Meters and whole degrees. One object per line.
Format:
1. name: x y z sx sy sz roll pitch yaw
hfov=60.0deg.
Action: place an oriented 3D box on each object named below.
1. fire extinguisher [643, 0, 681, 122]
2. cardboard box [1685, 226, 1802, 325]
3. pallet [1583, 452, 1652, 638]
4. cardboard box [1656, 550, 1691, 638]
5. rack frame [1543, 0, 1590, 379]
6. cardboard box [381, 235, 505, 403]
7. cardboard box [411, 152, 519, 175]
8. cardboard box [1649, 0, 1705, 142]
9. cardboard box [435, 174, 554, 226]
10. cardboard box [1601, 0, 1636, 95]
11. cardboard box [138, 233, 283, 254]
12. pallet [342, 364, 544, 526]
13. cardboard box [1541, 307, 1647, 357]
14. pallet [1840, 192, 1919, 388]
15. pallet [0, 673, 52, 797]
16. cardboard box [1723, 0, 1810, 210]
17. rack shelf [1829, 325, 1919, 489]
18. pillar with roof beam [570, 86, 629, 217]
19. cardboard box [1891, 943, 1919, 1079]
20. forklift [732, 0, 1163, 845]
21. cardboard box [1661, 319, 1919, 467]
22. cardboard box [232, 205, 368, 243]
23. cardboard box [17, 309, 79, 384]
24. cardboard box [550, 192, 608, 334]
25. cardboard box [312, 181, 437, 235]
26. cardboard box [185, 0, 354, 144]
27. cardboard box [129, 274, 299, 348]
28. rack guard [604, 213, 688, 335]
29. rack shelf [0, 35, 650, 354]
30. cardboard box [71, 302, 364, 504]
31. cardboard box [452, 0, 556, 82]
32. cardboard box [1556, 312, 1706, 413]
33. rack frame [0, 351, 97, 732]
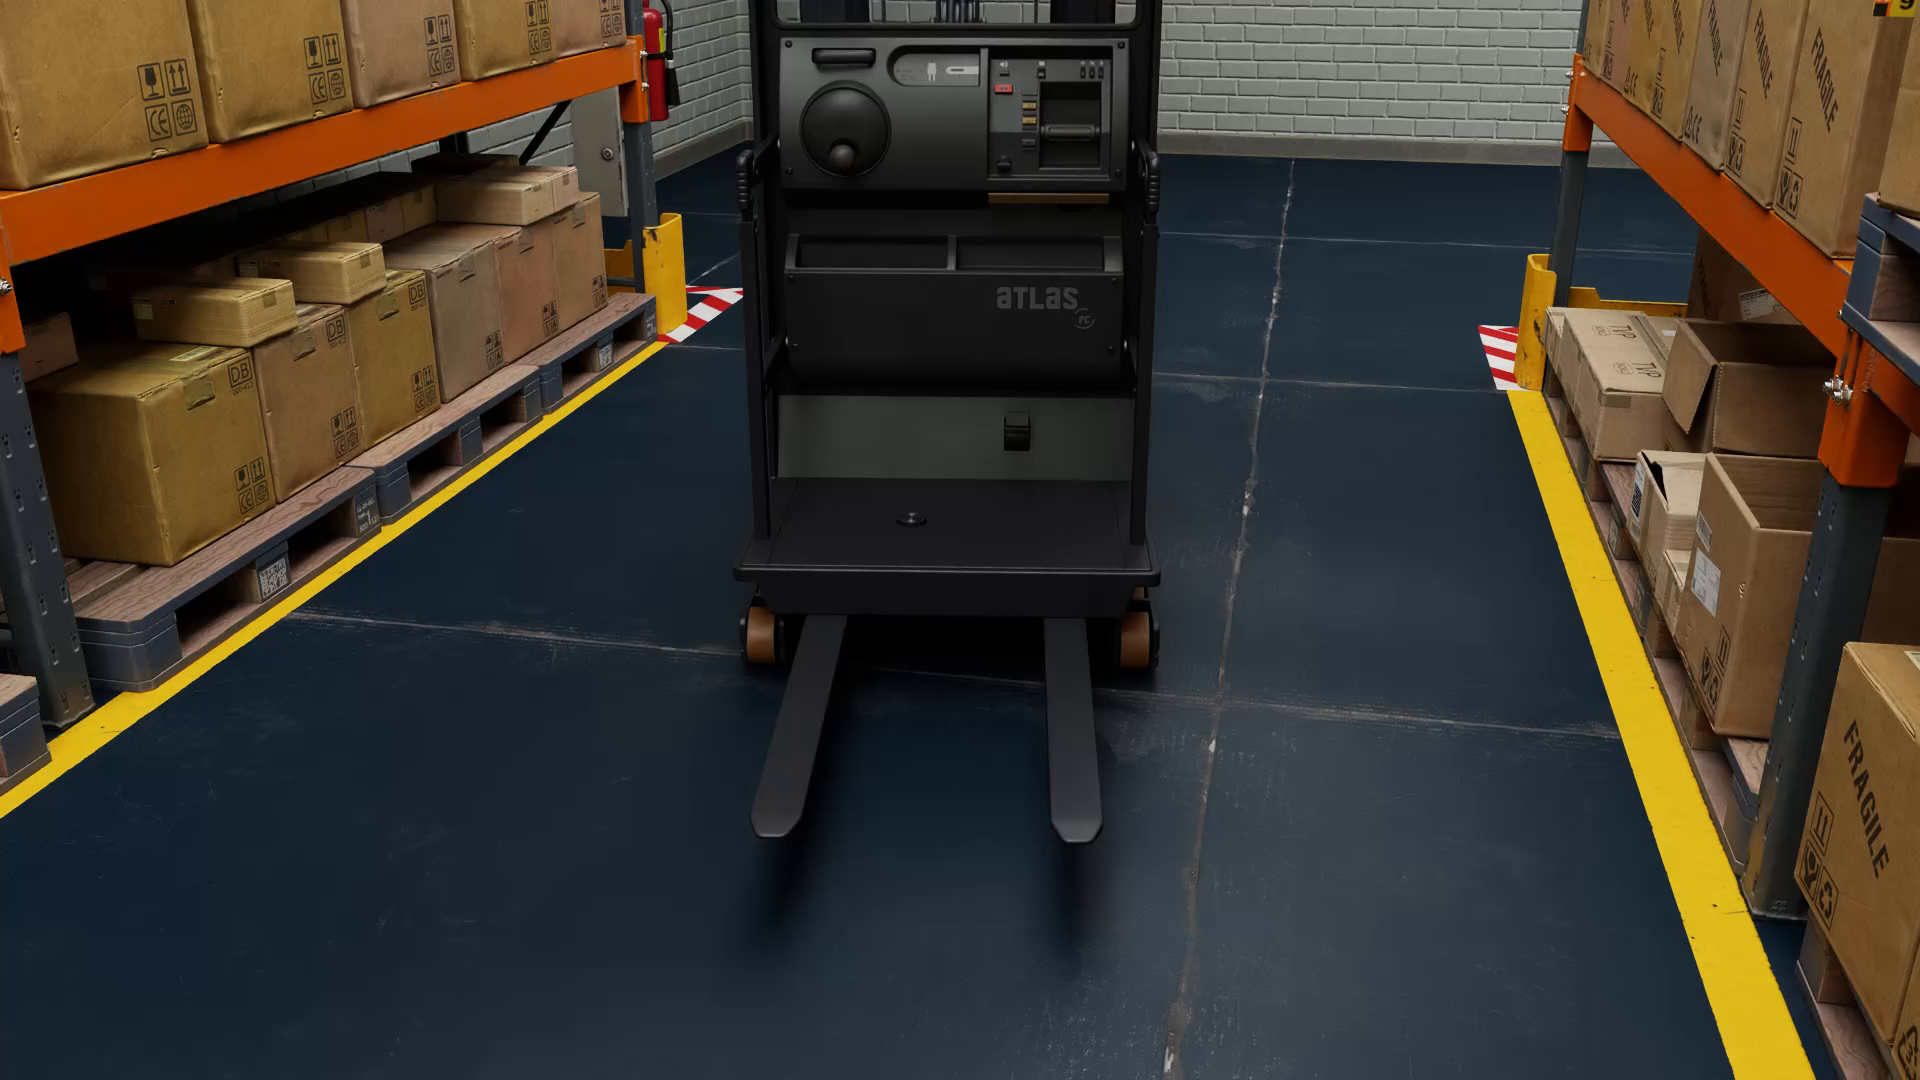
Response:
1. fire extinguisher: -1.422 -2.246 7.519 0.296 0.674 0.183 4 22 11
2. cardboard box: 3.076 -0.886 6.295 0.500 0.500 0.500 4 22 11
3. pallet: 2.517 -0.001 5.074 1.003 0.211 1.213 4 22 11
4. cardboard box: 1.986 0.151 4.192 0.380 0.149 0.250 4 22 11
5. rack frame: 2.945 -2.059 6.451 1.000 3.000 0.127 4 22 11
6. cardboard box: -2.154 -0.840 6.208 0.700 0.500 0.500 4 22 9
7. cardboard box: -2.120 -1.569 7.149 0.380 0.149 0.250 5 22 11
8. cardboard box: 2.288 -1.408 4.701 0.500 0.500 0.500 5 22 12
9. cardboard box: -1.849 -1.353 6.614 0.380 0.149 0.250 5 22 12
10. cardboard box: 2.497 -1.774 5.609 0.500 0.500 0.500 4 22 10
11. cardboard box: -2.481 -0.918 5.533 0.380 0.149 0.250 5 22 11
12. pallet: -2.242 -0.398 6.060 1.003 0.211 1.213 4 22 11
13. cardboard box: 2.524 -0.814 6.586 0.380 0.149 0.250 4 22 11
14. pallet: 1.859 -0.223 2.149 1.003 0.211 1.213 4 22 11
15. pallet: -2.805 0.609 3.558 1.003 0.211 1.213 4 22 11
16. cardboard box: 2.084 -1.033 3.770 0.500 0.500 0.500 5 22 12
17. rack shelf: 1.721 0.469 1.137 1.077 0.370 4.000 4 22 11
18. pillar with roof beam: 2.014 -5.943 8.065 9.100 9.000 0.400 4 22 11
19. cardboard box: 1.694 0.714 2.323 0.500 0.500 0.500 5 22 12
20. forklift: -0.021 -1.126 4.227 1.130 2.935 3.031 1 22 2
21. cardboard box: 2.508 -0.330 4.909 0.797 0.503 0.637 4 22 11
22. cardboard box: -2.377 -1.105 5.997 0.380 0.149 0.250 5 22 11
23. cardboard box: -2.692 -0.536 4.585 0.380 0.149 0.250 4 22 11
24. cardboard box: -1.950 -1.207 7.119 0.700 0.500 0.500 4 22 11
25. cardboard box: -2.274 -1.292 6.462 0.380 0.149 0.250 5 22 11
26. cardboard box: -2.440 -1.575 4.848 0.980 0.700 0.700 4 22 10
27. cardboard box: -2.219 -0.685 4.956 0.380 0.149 0.250 5 23 13
28. rack guard: -1.900 -1.284 7.874 1.175 0.500 0.348 4 22 11
29. rack shelf: -2.313 -1.370 5.703 1.077 0.370 4.000 4 22 11
30. cardboard box: -2.362 -0.457 5.256 0.700 0.500 0.500 4 22 10
31. cardboard box: -2.137 -2.120 6.201 0.980 0.700 0.700 4 22 10
32. cardboard box: 2.455 -0.627 5.988 0.500 0.250 0.500 4 22 11
33. rack frame: -2.721 -0.972 3.753 1.000 3.000 0.127 4 22 11
